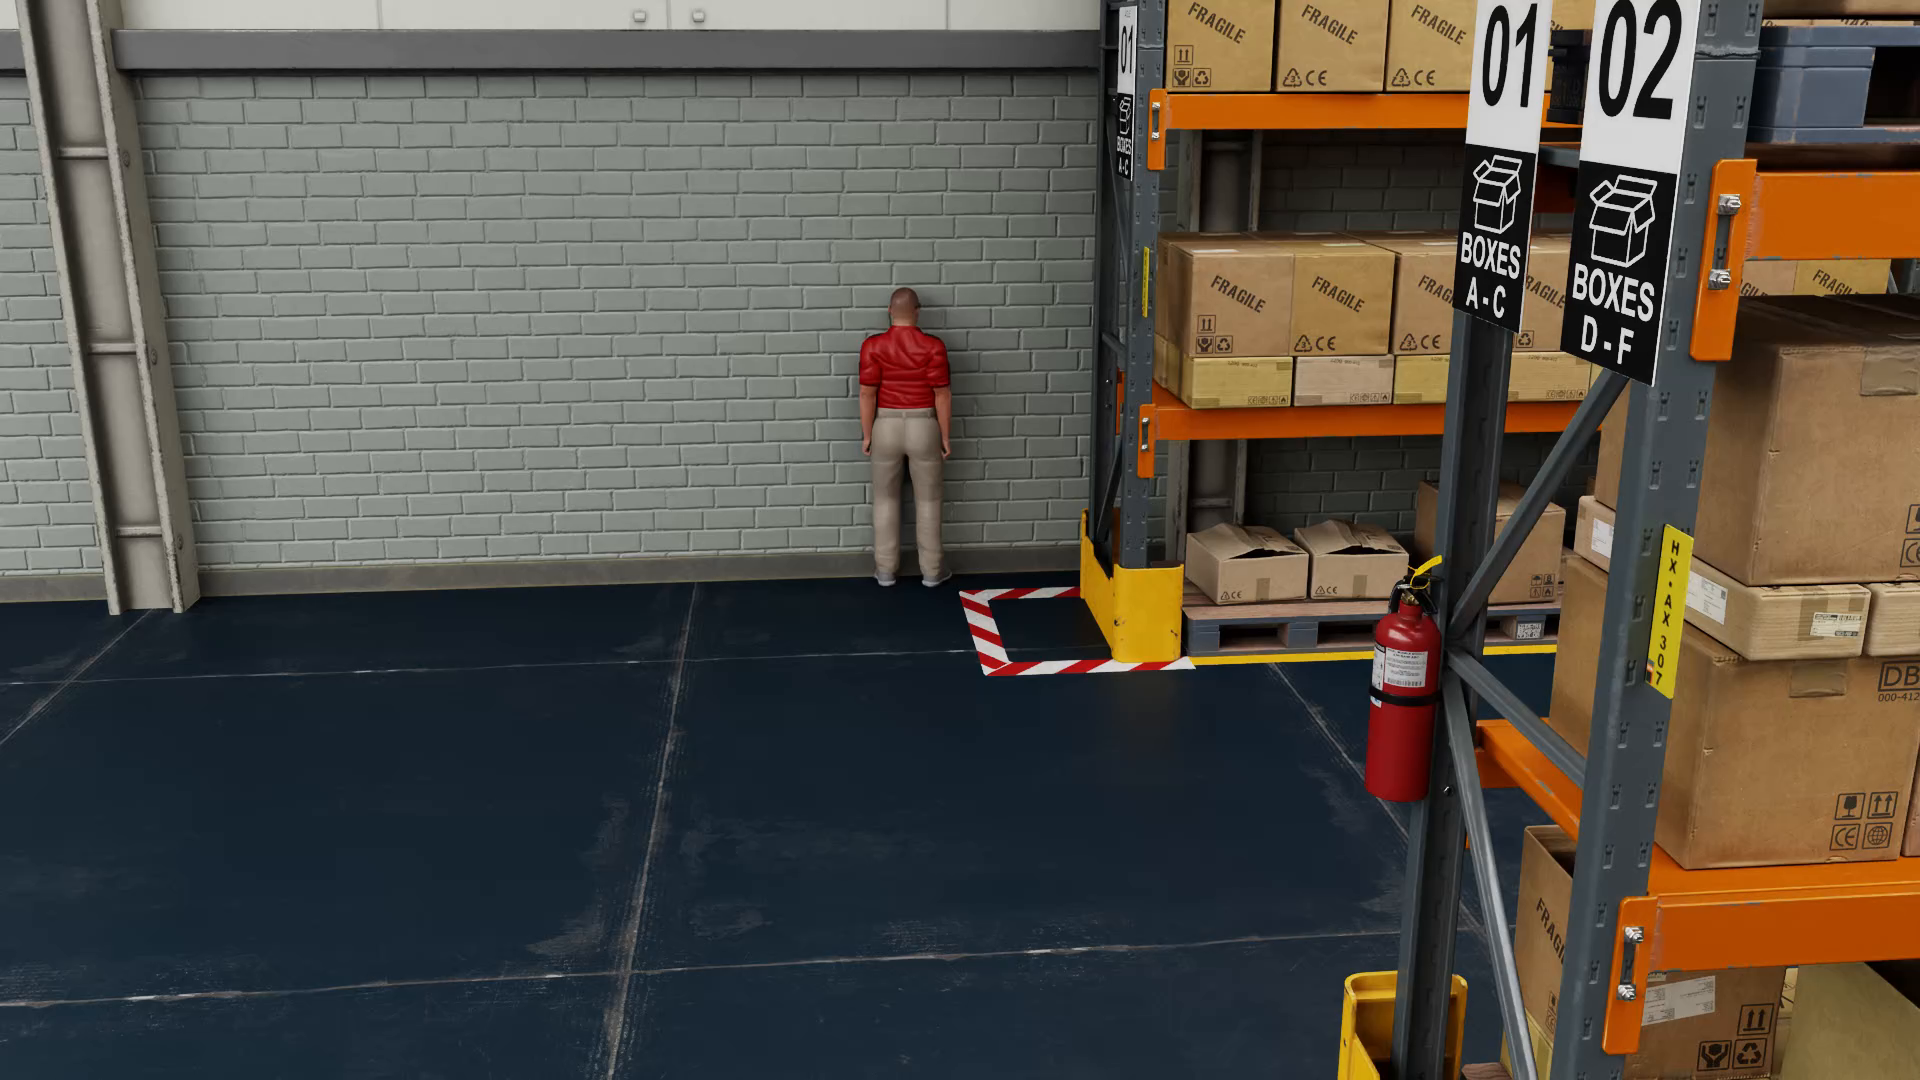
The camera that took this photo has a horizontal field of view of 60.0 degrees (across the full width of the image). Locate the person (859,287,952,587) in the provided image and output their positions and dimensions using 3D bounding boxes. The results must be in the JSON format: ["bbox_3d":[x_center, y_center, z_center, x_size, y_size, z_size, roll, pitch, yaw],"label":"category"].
[{"bbox_3d":[-0.304,-0.587,9.531,0.525,1.731,0.364,1,17,3],"label":"person"}]
